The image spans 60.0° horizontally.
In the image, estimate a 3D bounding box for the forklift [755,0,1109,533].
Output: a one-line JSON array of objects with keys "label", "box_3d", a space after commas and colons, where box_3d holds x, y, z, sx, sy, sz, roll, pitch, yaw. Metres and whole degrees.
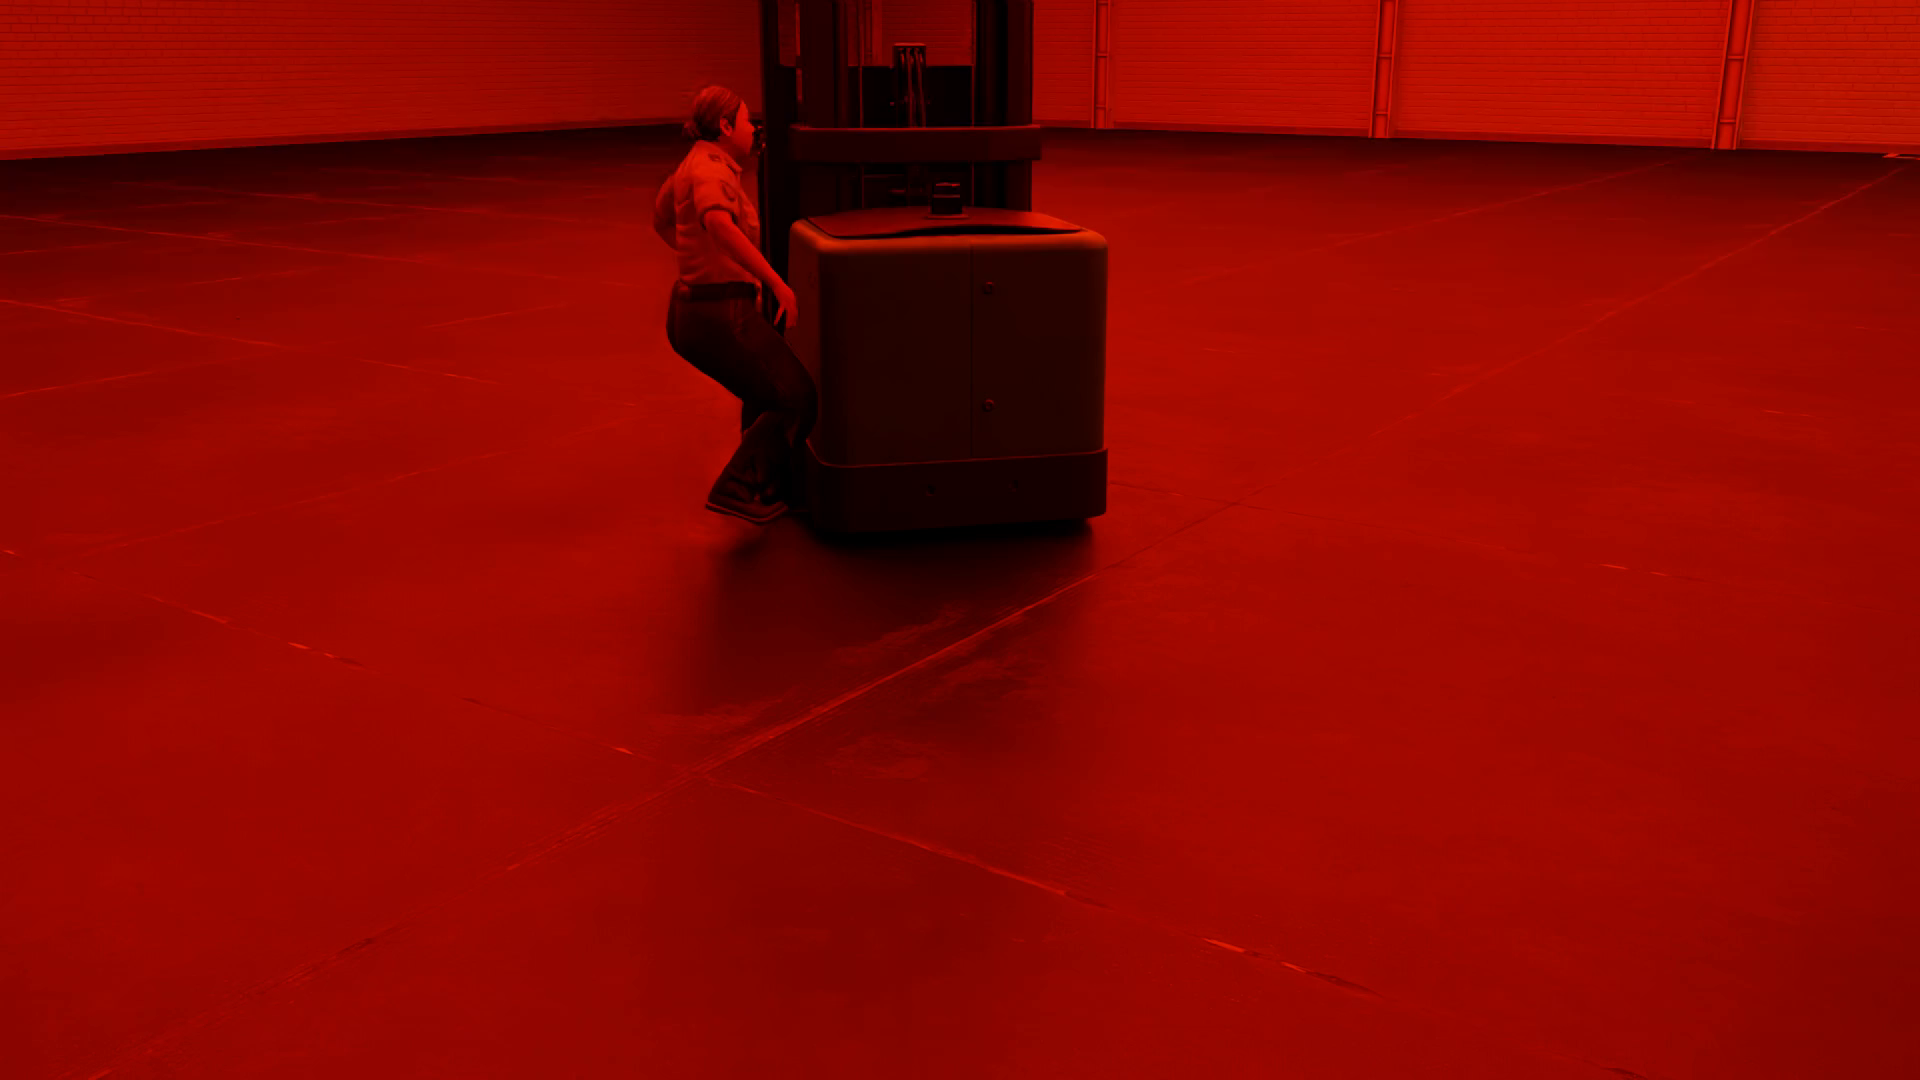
[{"label": "forklift", "box_3d": [-0.304, -1.808, 6.878, 1.130, 2.935, 3.031, -4, 17, -13]}]

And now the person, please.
[{"label": "person", "box_3d": [-0.709, -0.777, 5.854, 0.633, 1.563, 0.890, -5, 17, -18]}]
